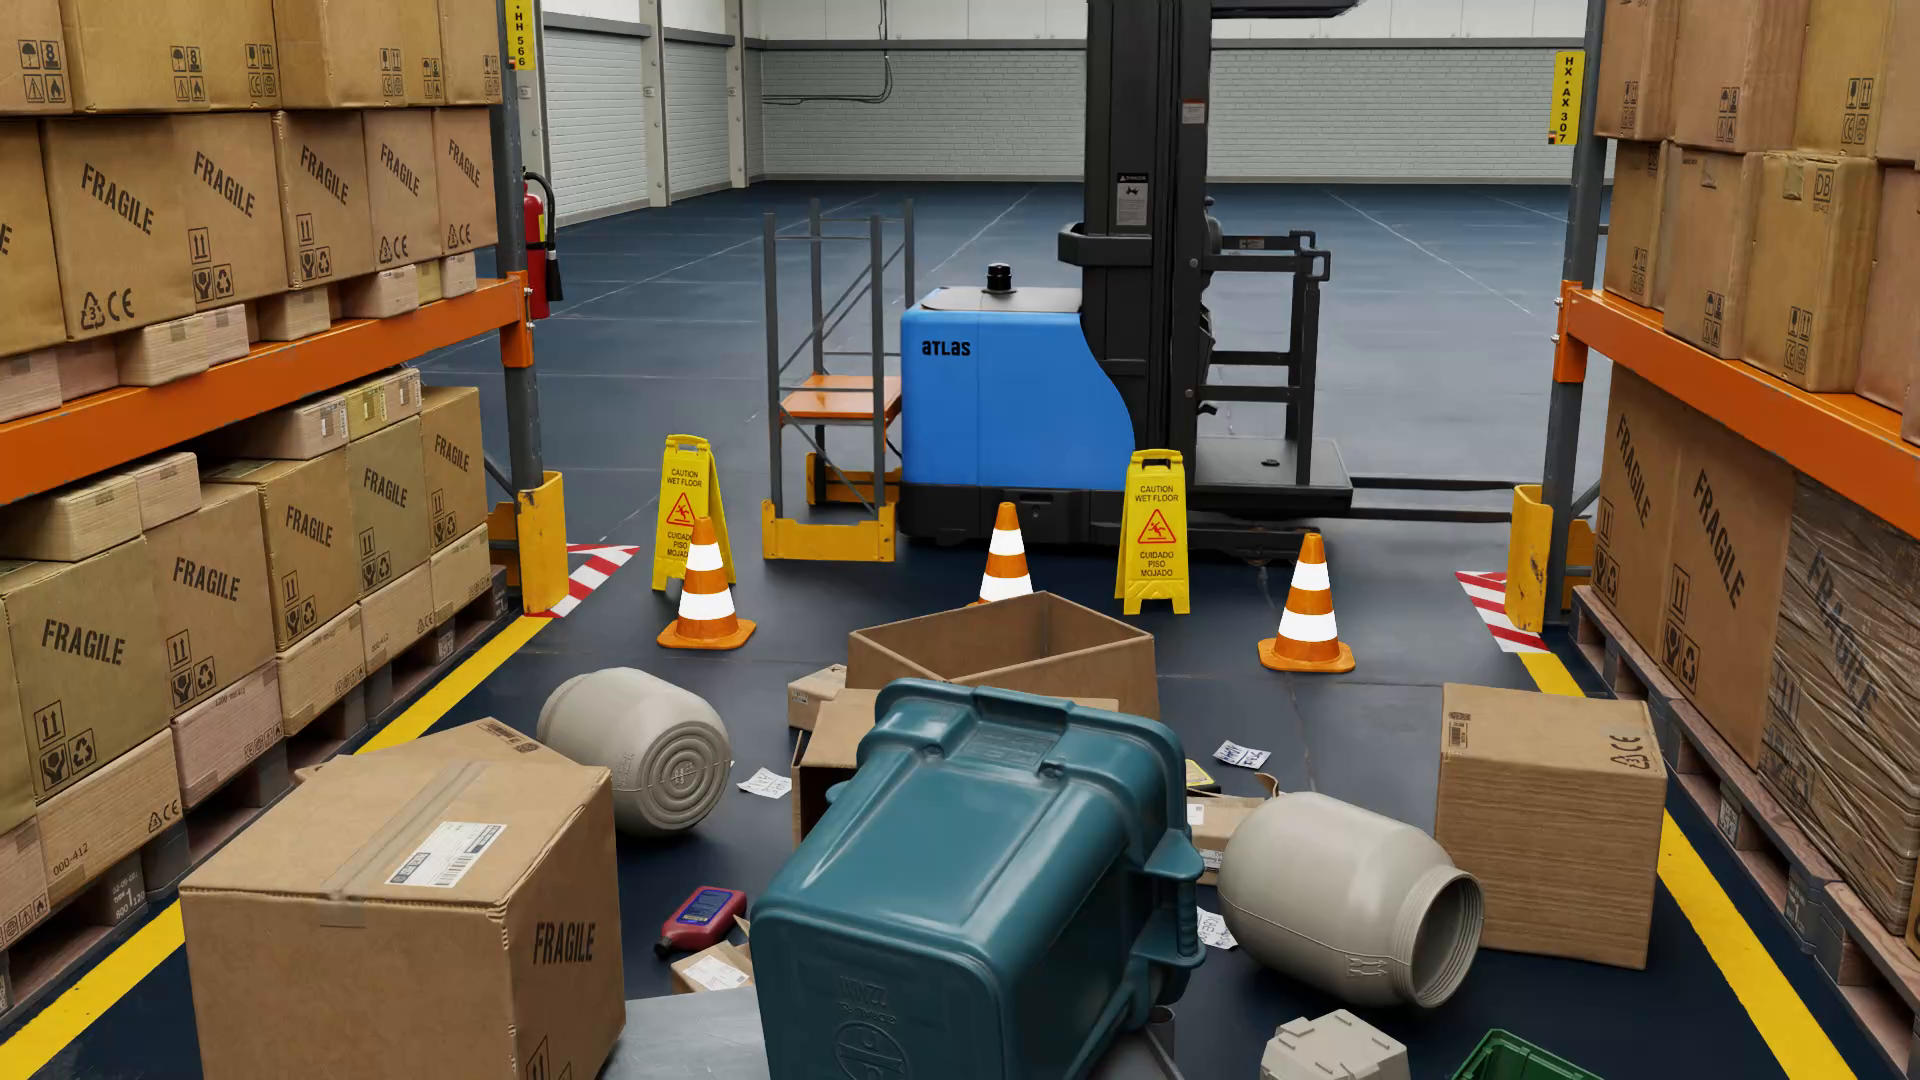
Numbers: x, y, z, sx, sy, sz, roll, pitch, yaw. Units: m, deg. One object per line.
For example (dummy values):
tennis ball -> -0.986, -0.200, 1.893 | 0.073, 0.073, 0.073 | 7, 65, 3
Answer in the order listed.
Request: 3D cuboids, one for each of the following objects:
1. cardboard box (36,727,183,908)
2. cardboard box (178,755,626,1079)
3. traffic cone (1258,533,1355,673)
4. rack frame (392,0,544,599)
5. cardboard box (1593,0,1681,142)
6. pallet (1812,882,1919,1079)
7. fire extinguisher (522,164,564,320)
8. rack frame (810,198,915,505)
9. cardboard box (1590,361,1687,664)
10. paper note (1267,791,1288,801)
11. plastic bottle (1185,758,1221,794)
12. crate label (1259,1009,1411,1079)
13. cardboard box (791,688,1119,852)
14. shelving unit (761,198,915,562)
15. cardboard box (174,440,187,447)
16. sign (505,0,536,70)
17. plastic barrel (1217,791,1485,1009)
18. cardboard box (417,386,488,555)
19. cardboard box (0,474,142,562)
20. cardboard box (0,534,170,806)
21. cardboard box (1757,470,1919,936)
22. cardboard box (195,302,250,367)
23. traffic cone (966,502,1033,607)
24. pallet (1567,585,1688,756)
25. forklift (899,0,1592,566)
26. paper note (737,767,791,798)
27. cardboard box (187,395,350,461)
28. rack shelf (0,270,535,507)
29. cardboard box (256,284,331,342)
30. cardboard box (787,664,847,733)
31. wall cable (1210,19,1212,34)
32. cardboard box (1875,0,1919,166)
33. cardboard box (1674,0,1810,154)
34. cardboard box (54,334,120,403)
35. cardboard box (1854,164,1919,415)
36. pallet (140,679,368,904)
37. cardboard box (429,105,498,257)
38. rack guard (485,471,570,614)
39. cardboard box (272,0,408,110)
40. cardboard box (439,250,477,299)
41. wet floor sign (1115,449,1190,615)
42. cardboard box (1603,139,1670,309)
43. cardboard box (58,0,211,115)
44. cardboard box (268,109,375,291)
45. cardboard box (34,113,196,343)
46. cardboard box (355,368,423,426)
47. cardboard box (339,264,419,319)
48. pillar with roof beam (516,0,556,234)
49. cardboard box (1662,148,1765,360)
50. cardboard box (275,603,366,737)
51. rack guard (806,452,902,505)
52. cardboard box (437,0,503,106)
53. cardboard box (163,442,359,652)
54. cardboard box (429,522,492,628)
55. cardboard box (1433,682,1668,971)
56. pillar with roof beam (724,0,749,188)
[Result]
cardboard box -> -2.262, 0.642, 4.005 | 0.500, 0.250, 0.500 | 3, 15, 9
cardboard box -> -0.874, 0.687, 2.714 | 0.500, 0.500, 0.500 | 2, 15, 6
traffic cone -> 1.264, 0.204, 6.022 | 0.336, 0.463, 0.334 | 2, 15, 6
rack frame -> -2.195, -1.236, 6.488 | 1.000, 3.000, 0.127 | 2, 15, 6
cardboard box -> 2.654, -1.615, 5.533 | 0.875, 0.550, 0.550 | 2, 15, 6
pallet -> 2.447, 1.072, 3.294 | 1.003, 0.211, 1.213 | 2, 15, 6
fire extinguisher -> -1.724, -1.215, 6.558 | 0.296, 0.674, 0.183 | 2, 15, 6
rack frame -> -0.470, -0.908, 8.147 | 0.500, 1.500, 0.032 | 2, 15, 6
cardboard box -> 2.724, -0.116, 5.611 | 0.875, 0.875, 0.875 | 2, 15, 7
paper note -> 0.917, 0.756, 4.846 | 0.032, 0.001, 0.123 | 11, 19, 35
plastic bottle -> 0.678, 0.723, 4.873 | 0.133, 0.061, 0.283 | -4, 16, -13
crate label -> 0.767, 1.082, 3.399 | 0.298, 0.136, 0.250 | -10, 18, -32
cardboard box -> 0.025, 0.676, 3.938 | 0.797, 0.637, 0.503 | 2, 15, 6
shelving unit -> -0.525, -0.774, 7.650 | 0.587, 1.500, 1.083 | 2, 15, 6
cardboard box -> -2.618, -0.131, 5.426 | 0.500, 0.500, 0.500 | 1, 15, 4
sign -> -1.646, -1.926, 6.216 | 0.100, 0.325, 0.005 | 2, 15, 6
plastic barrel -> 0.887, 0.825, 3.800 | 0.421, 0.421, 0.512 | -14, 20, -42
cardboard box -> -2.026, -0.258, 5.897 | 0.500, 0.500, 0.500 | 2, 15, 7
cardboard box -> -2.182, -0.059, 3.916 | 0.380, 0.149, 0.250 | 2, 15, 8
cardboard box -> -2.263, 0.279, 3.909 | 0.500, 0.500, 0.500 | 2, 15, 9
cardboard box -> 2.522, 0.349, 3.892 | 0.875, 0.875, 0.875 | 2, 15, 7
cardboard box -> -2.138, -0.548, 4.422 | 0.380, 0.149, 0.250 | 2, 15, 6
traffic cone -> 0.180, 0.082, 6.471 | 0.336, 0.463, 0.334 | 2, 15, 6
pallet -> 2.722, 0.439, 5.634 | 1.003, 0.211, 1.213 | 2, 15, 6
forklift -> 1.284, -1.444, 7.388 | 3.031, 2.935, 1.130 | 2, 15, 8
paper note -> -0.569, 0.722, 4.955 | 0.148, 0.019, 0.142 | 7, 17, 25
cardboard box -> -2.064, -0.341, 4.960 | 0.380, 0.149, 0.250 | 2, 15, 9
rack shelf -> -2.421, -0.370, 4.663 | 1.077, 0.370, 4.000 | 2, 15, 6
cardboard box -> -2.099, -0.678, 4.904 | 0.380, 0.149, 0.250 | 2, 15, 6
cardboard box -> -0.336, 0.539, 5.383 | 0.380, 0.149, 0.250 | 11, 19, 35
wall cable -> 6.361, -13.987, 35.636 | 2.305, 6.003, 0.169 | 2, 15, 6
cardboard box -> 2.503, -1.050, 3.442 | 0.875, 0.550, 0.550 | 2, 15, 6
cardboard box -> 2.486, -1.329, 4.473 | 0.875, 0.550, 0.550 | 2, 15, 6
cardboard box -> -2.254, -0.420, 3.950 | 0.380, 0.149, 0.250 | 2, 15, 6
cardboard box -> 2.531, -0.528, 3.580 | 0.875, 0.550, 0.550 | 2, 15, 6
pallet -> -2.470, 0.655, 4.837 | 1.003, 0.211, 1.213 | 2, 15, 6
cardboard box -> -1.982, -1.279, 5.885 | 0.500, 0.500, 0.500 | 1, 15, 5
rack guard -> -2.204, -0.010, 6.741 | 1.175, 0.500, 0.348 | 2, 15, 6
cardboard box -> -2.056, -1.506, 4.807 | 0.700, 0.500, 0.500 | 2, 15, 6
cardboard box -> -1.943, -0.943, 5.884 | 0.380, 0.149, 0.250 | 2, 15, 6
wet floor sign -> 0.771, -0.046, 6.596 | 0.267, 0.644, 0.232 | -1, 15, -3
cardboard box -> 2.738, -1.092, 5.665 | 0.875, 0.550, 0.550 | 2, 15, 6
cardboard box -> -2.218, -1.242, 3.833 | 0.700, 0.500, 0.500 | 1, 15, 5
cardboard box -> -2.103, -1.020, 4.926 | 0.500, 0.500, 0.500 | 2, 15, 6
cardboard box -> -2.217, -0.757, 3.955 | 0.500, 0.500, 0.500 | 2, 15, 6
cardboard box -> -2.001, -0.474, 5.453 | 0.380, 0.149, 0.250 | 2, 15, 8
cardboard box -> -1.992, -0.809, 5.390 | 0.380, 0.149, 0.250 | 2, 15, 7
pillar with roof beam -> -1.793, -8.665, 22.468 | 9.100, 9.000, 0.400 | 2, 15, 6
cardboard box -> 2.510, -0.807, 4.612 | 0.875, 0.550, 0.550 | 2, 15, 6
cardboard box -> -2.139, 0.376, 4.989 | 0.500, 0.250, 0.500 | 1, 15, 4
rack guard -> -0.473, -0.300, 8.291 | 0.587, 0.250, 0.087 | 2, 15, 6
cardboard box -> -2.036, -1.772, 5.792 | 0.700, 0.500, 0.500 | 1, 15, 5
cardboard box -> -2.146, 0.008, 4.913 | 0.500, 0.500, 0.500 | 1, 15, 5
cardboard box -> -2.022, 0.112, 5.964 | 0.500, 0.250, 0.500 | 2, 15, 6
cardboard box -> 1.439, 0.693, 4.136 | 0.500, 0.500, 0.500 | 4, 16, 16
pillar with roof beam -> -0.439, -11.778, 33.978 | 9.100, 9.000, 0.400 | 2, 15, 6
